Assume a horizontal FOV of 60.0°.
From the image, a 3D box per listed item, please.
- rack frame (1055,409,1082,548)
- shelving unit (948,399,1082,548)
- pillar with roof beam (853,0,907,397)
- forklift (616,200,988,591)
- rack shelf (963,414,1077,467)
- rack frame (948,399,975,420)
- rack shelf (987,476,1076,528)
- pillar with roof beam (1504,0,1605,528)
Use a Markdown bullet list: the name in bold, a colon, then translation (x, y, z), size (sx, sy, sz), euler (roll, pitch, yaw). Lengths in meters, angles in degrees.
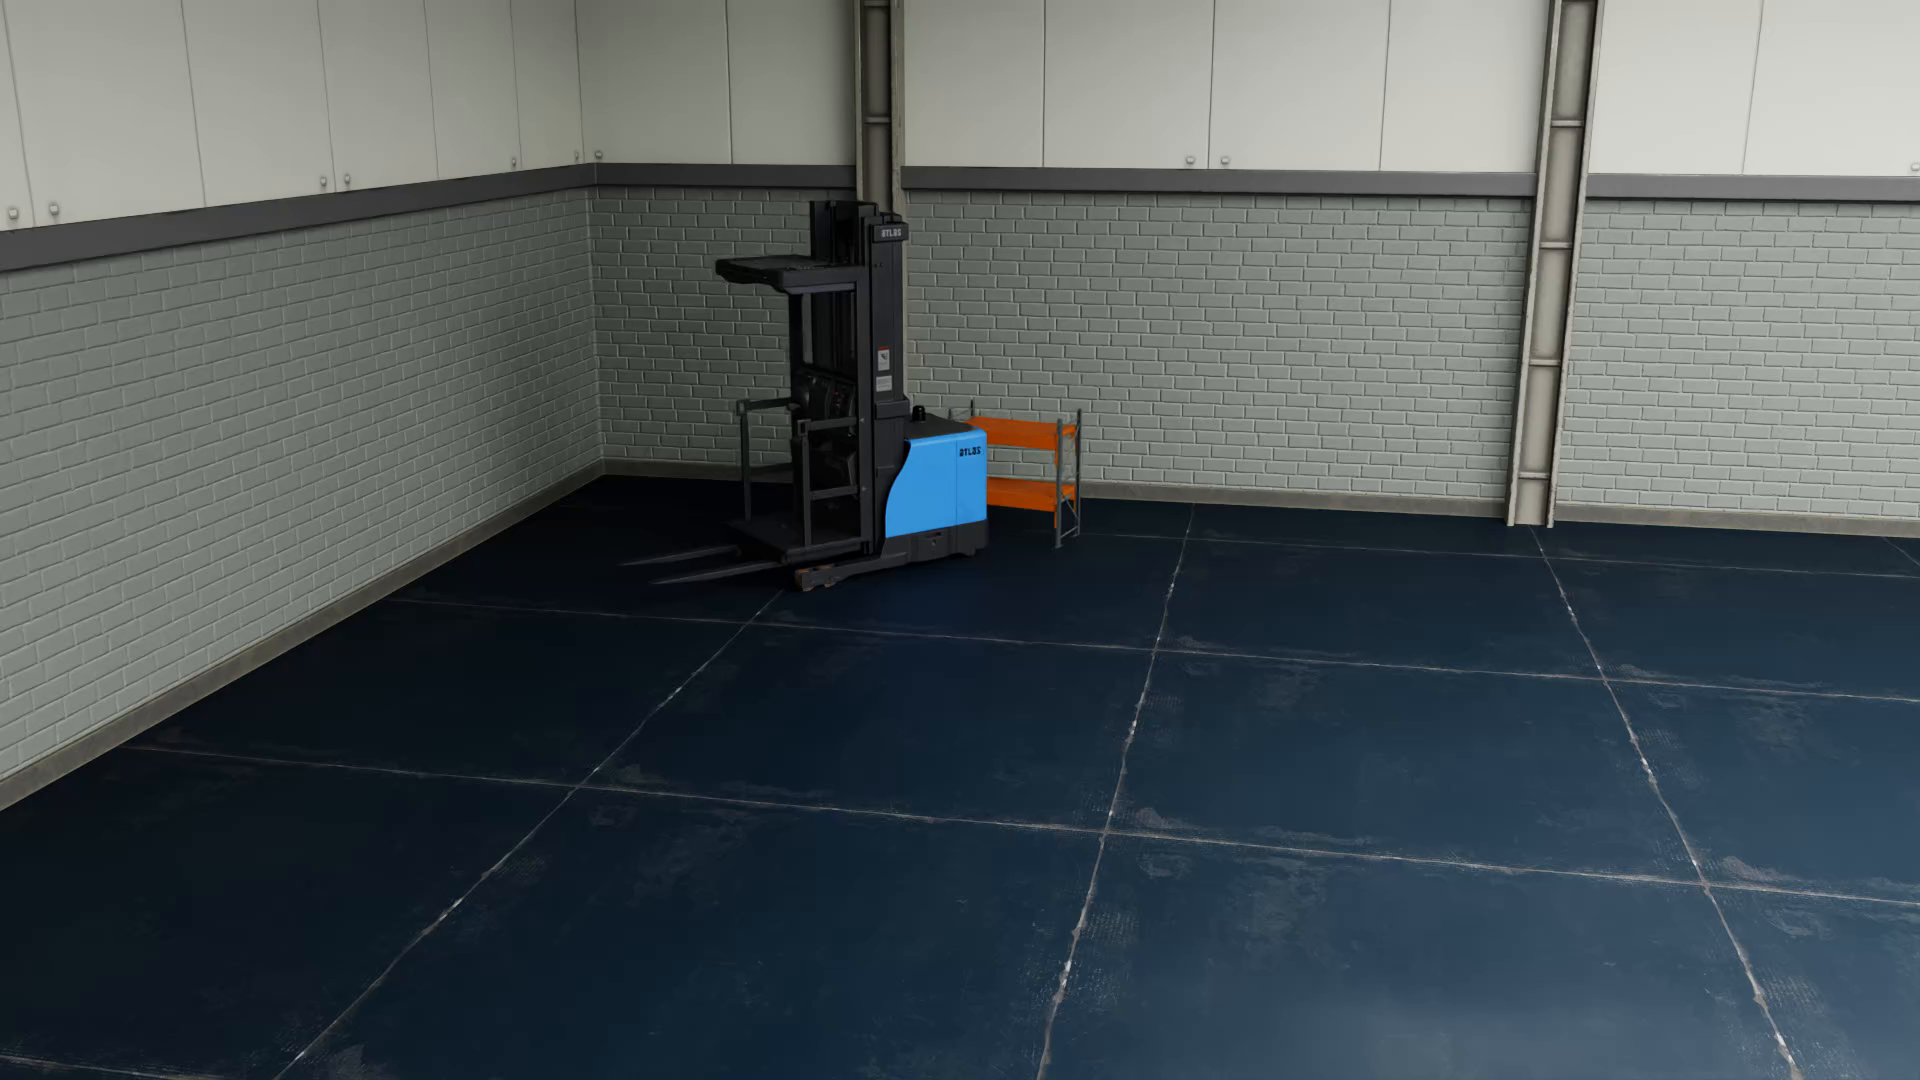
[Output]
- **rack frame**: translation (0.936, -0.532, 14.305), size (0.032, 1.125, 0.500), euler (7, 17, 24)
- **shelving unit**: translation (0.476, -0.589, 14.512), size (1.048, 1.125, 0.538), euler (7, 17, 24)
- **pillar with roof beam**: translation (-1.591, -3.689, 10.954), size (0.400, 9.000, 9.100), euler (3, 16, 11)
- **forklift**: translation (-1.262, -1.173, 13.236), size (3.031, 2.935, 1.130), euler (-11, 19, -33)
- **rack shelf**: translation (0.476, -0.871, 14.434), size (1.000, 0.278, 0.538), euler (7, 17, 24)
- **rack frame**: translation (0.015, -0.646, 14.718), size (0.032, 1.125, 0.500), euler (7, 17, 24)
- **rack shelf**: translation (0.476, -0.353, 14.577), size (1.000, 0.278, 0.538), euler (7, 17, 24)
- **pillar with roof beam**: translation (4.289, -3.370, 9.802), size (0.400, 9.000, 9.100), euler (3, 16, 11)
